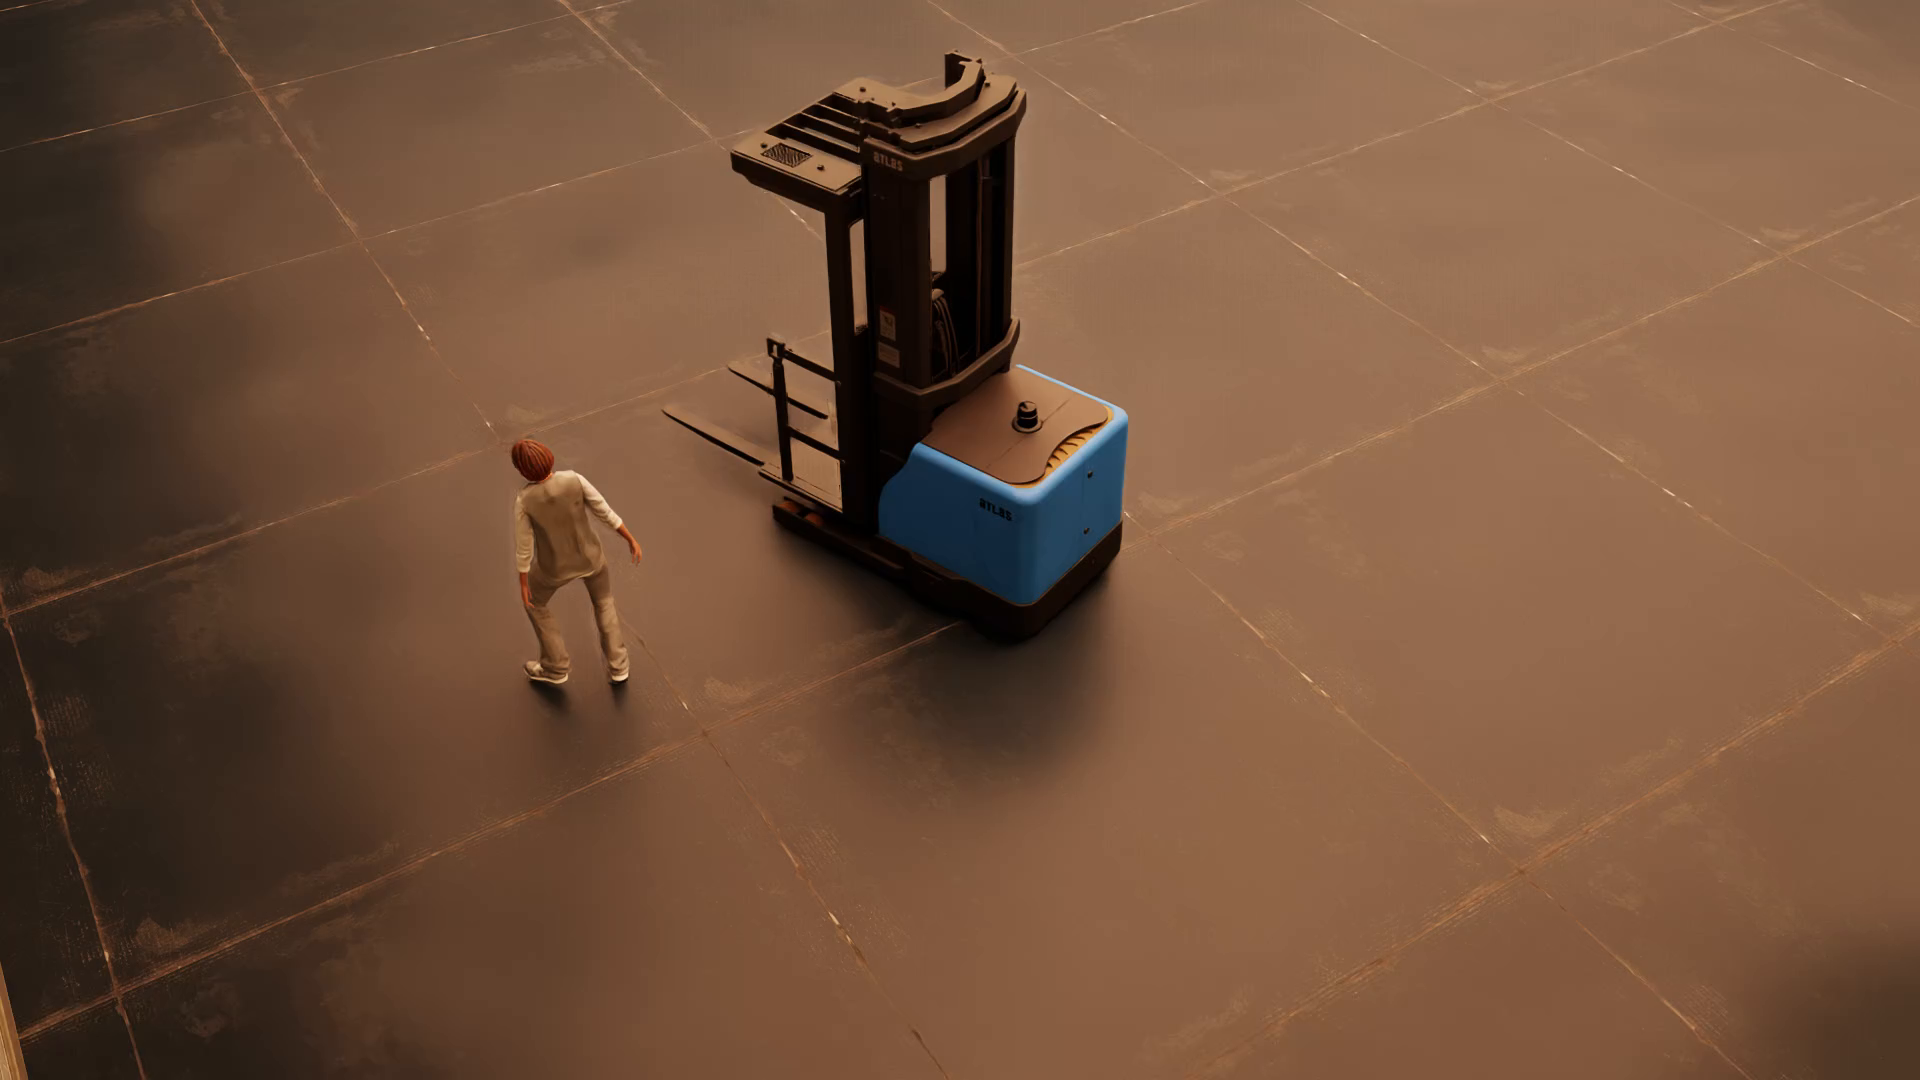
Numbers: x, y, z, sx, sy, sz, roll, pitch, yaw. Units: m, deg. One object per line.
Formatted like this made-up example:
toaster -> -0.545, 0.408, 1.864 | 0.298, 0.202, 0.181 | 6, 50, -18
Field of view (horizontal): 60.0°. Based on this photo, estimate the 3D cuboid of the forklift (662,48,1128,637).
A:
forklift -> -0.522, -1.352, 9.419 | 3.031, 2.935, 1.130 | 27, 48, 27

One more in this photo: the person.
person -> -2.037, 0.137, 8.744 | 0.725, 1.558, 0.410 | -16, 44, -17
